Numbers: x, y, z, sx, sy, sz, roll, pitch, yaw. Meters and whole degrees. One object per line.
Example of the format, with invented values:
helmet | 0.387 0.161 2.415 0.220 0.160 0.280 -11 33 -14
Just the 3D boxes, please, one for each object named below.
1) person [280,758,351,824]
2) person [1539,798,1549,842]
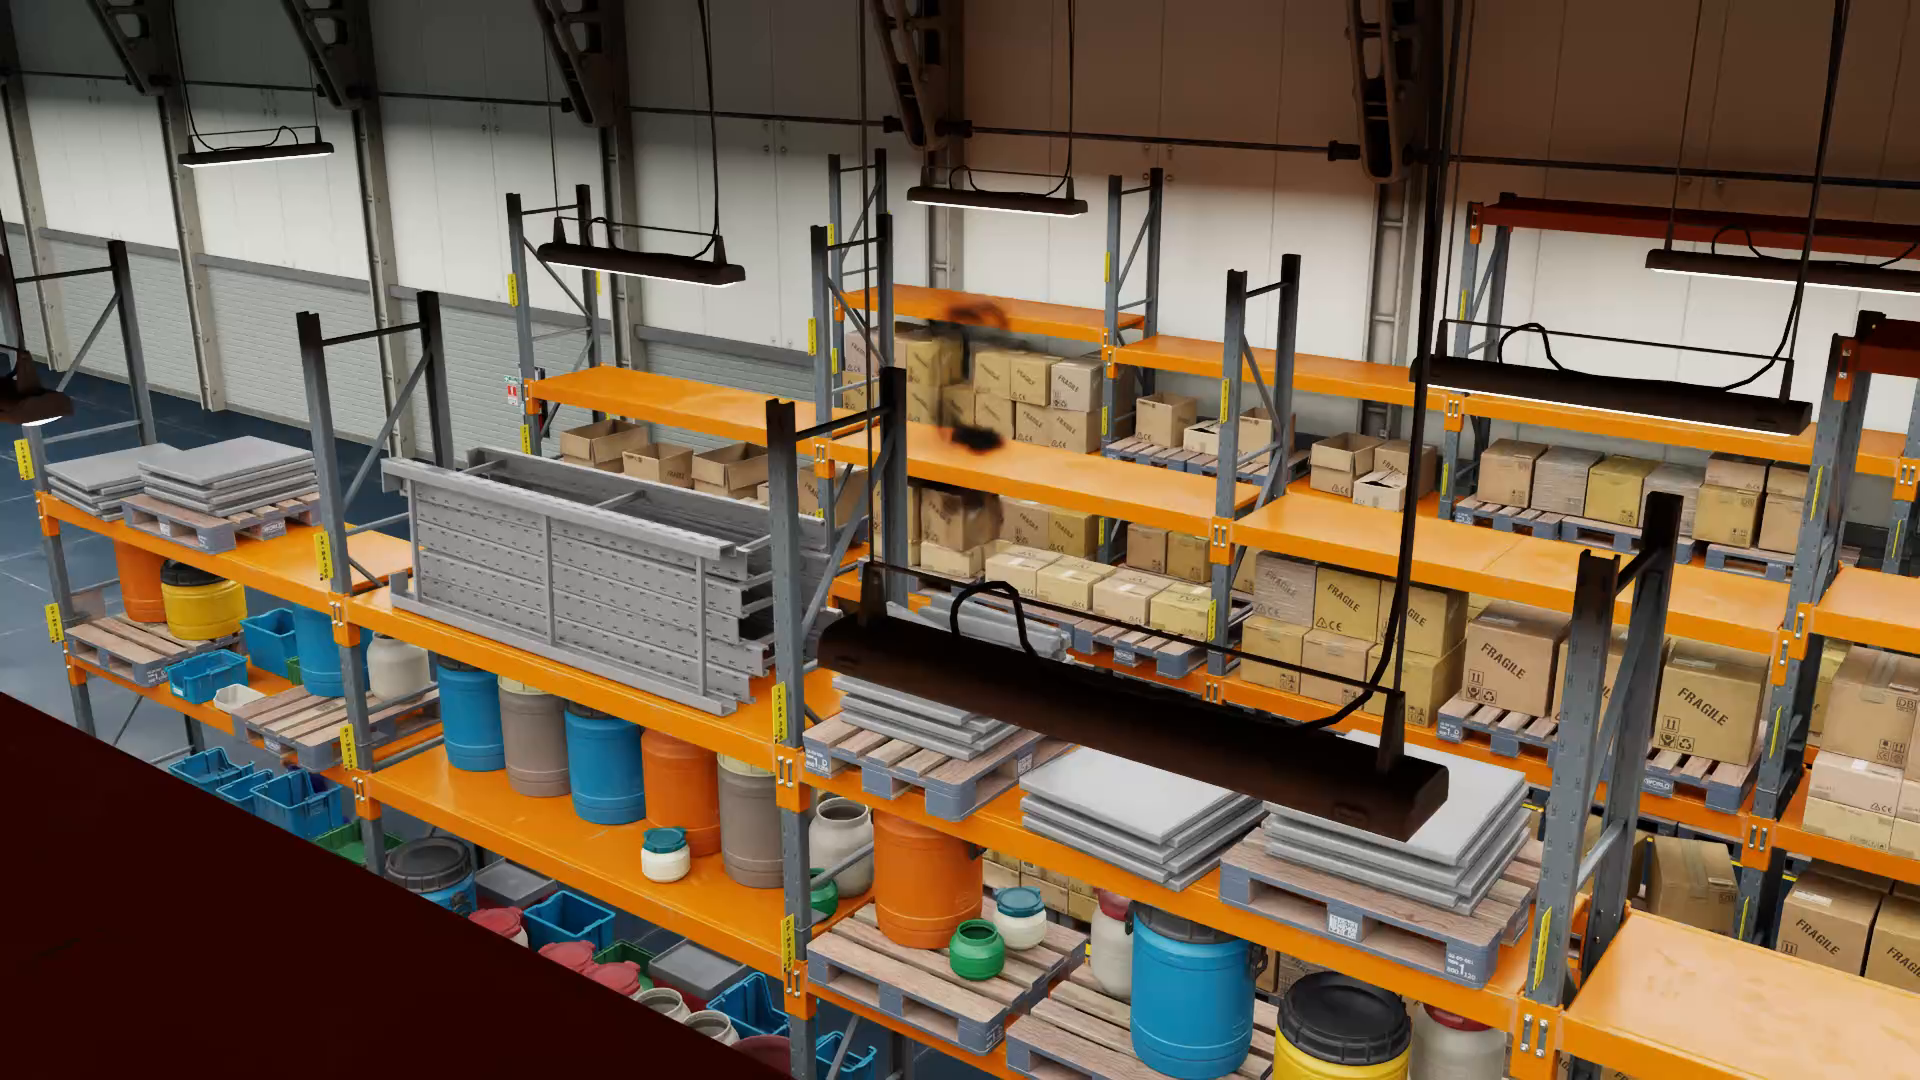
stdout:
person | -6.219 2.232 15.982 0.651 1.633 0.729 2 19 7
person | 5.283 2.619 14.703 0.499 1.652 0.612 12 22 32
